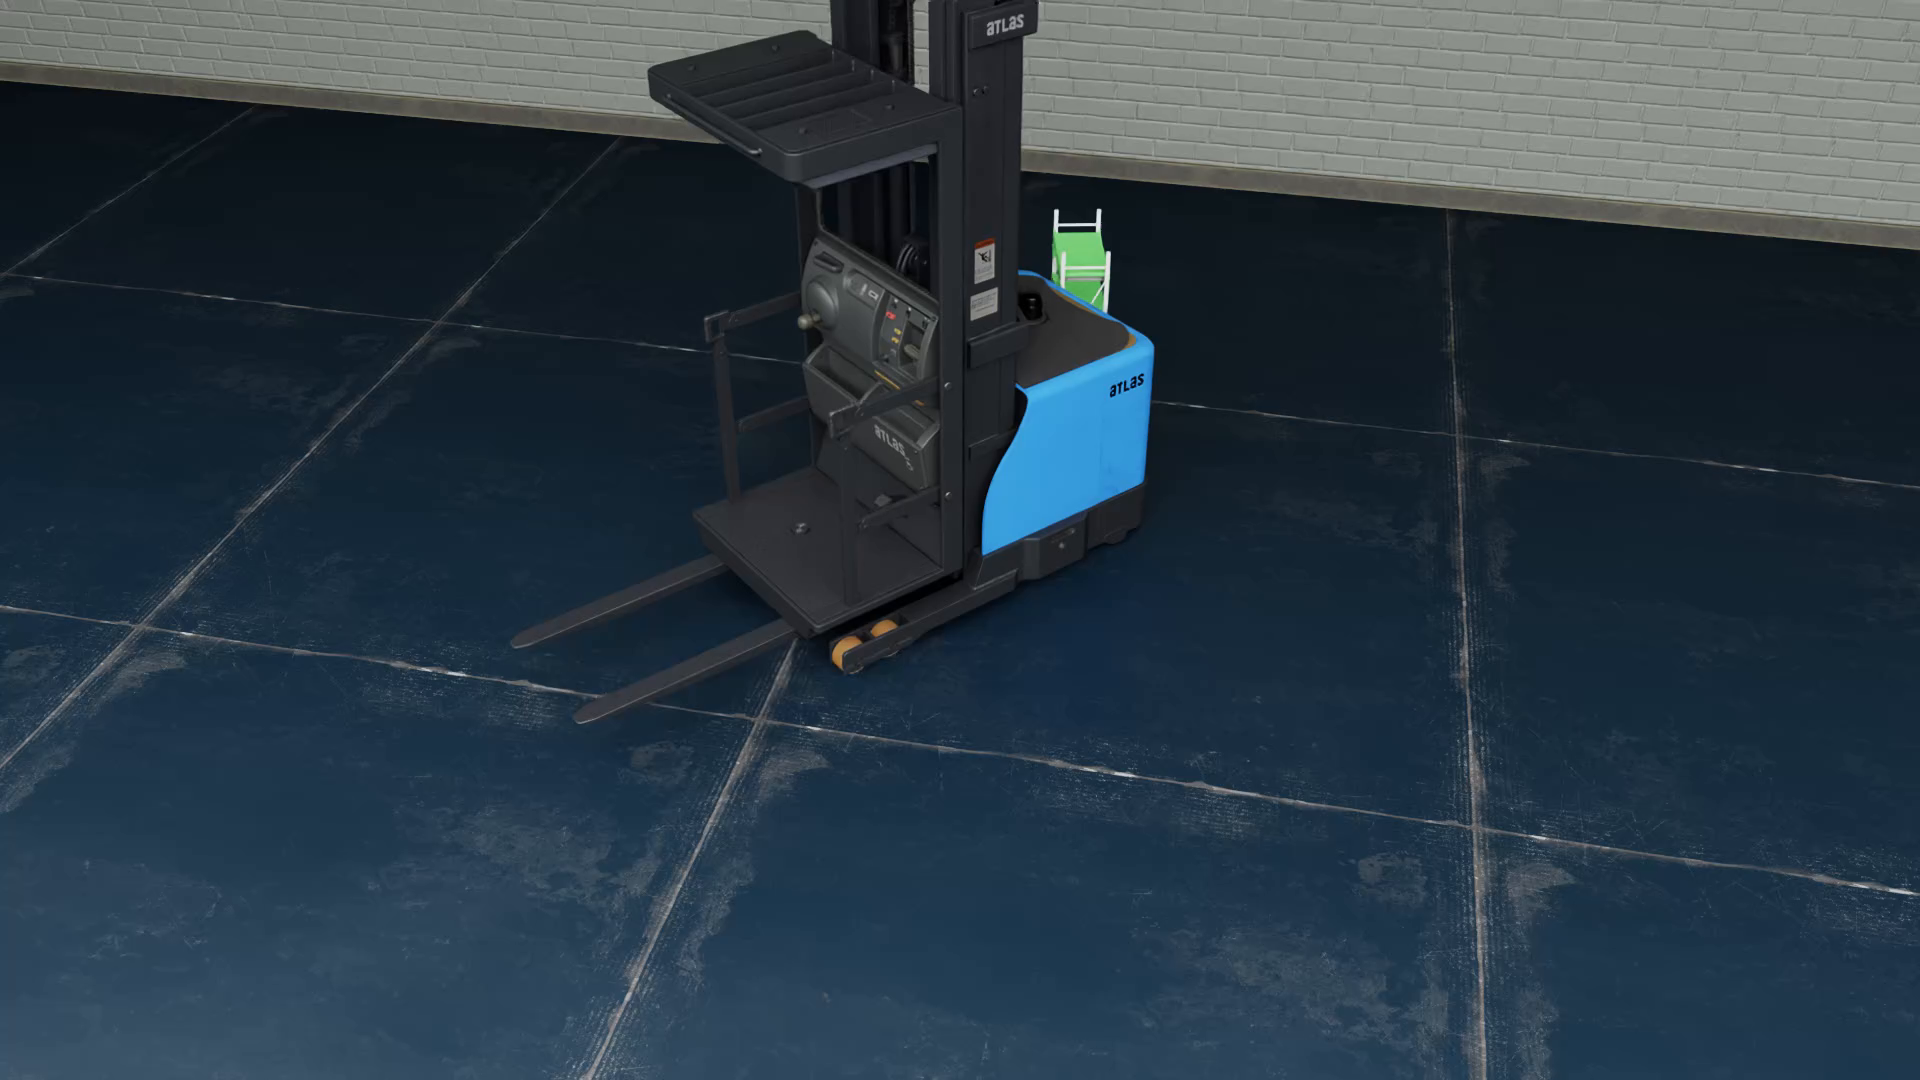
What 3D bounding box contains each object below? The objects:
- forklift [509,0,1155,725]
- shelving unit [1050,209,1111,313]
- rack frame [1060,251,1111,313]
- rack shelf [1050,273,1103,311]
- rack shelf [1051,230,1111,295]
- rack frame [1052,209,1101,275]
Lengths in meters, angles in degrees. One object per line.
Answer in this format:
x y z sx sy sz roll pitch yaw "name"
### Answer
-0.561 -0.942 7.053 3.031 2.935 1.130 -24 42 -29 "forklift"
0.612 -1.068 8.701 0.258 1.200 0.503 -1 36 -1 "shelving unit"
0.618 -0.925 8.504 0.240 1.200 0.015 -1 36 -1 "rack frame"
0.612 -1.211 8.598 0.258 0.148 0.480 -1 36 -1 "rack shelf"
0.612 -1.405 8.457 0.258 0.148 0.480 -1 36 -1 "rack shelf"
0.605 -1.211 8.899 0.240 1.200 0.015 -1 36 -1 "rack frame"
